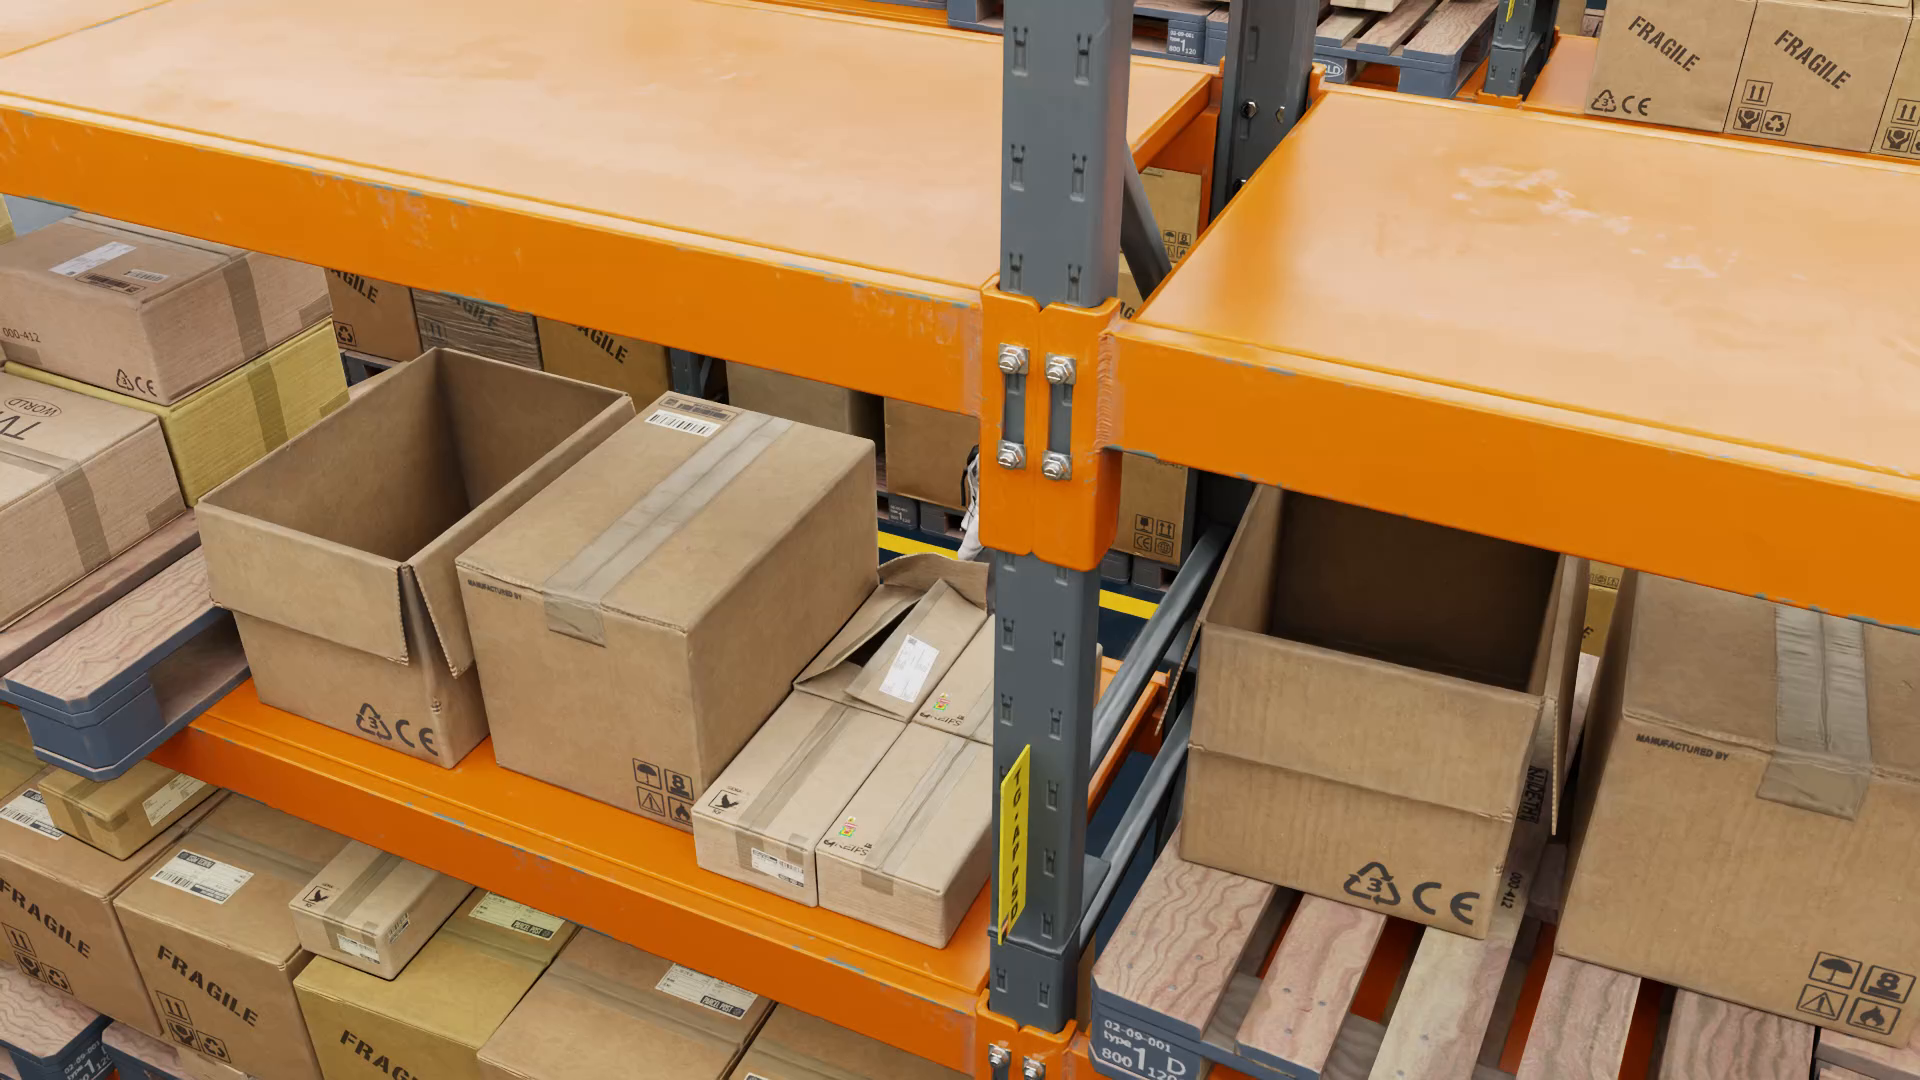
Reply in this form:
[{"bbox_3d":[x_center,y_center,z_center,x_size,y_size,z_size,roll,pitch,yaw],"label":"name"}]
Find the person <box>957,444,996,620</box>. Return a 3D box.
[{"bbox_3d":[0.108,-0.051,7.510,0.533,1.696,0.587,14,37,20],"label":"person"}]
